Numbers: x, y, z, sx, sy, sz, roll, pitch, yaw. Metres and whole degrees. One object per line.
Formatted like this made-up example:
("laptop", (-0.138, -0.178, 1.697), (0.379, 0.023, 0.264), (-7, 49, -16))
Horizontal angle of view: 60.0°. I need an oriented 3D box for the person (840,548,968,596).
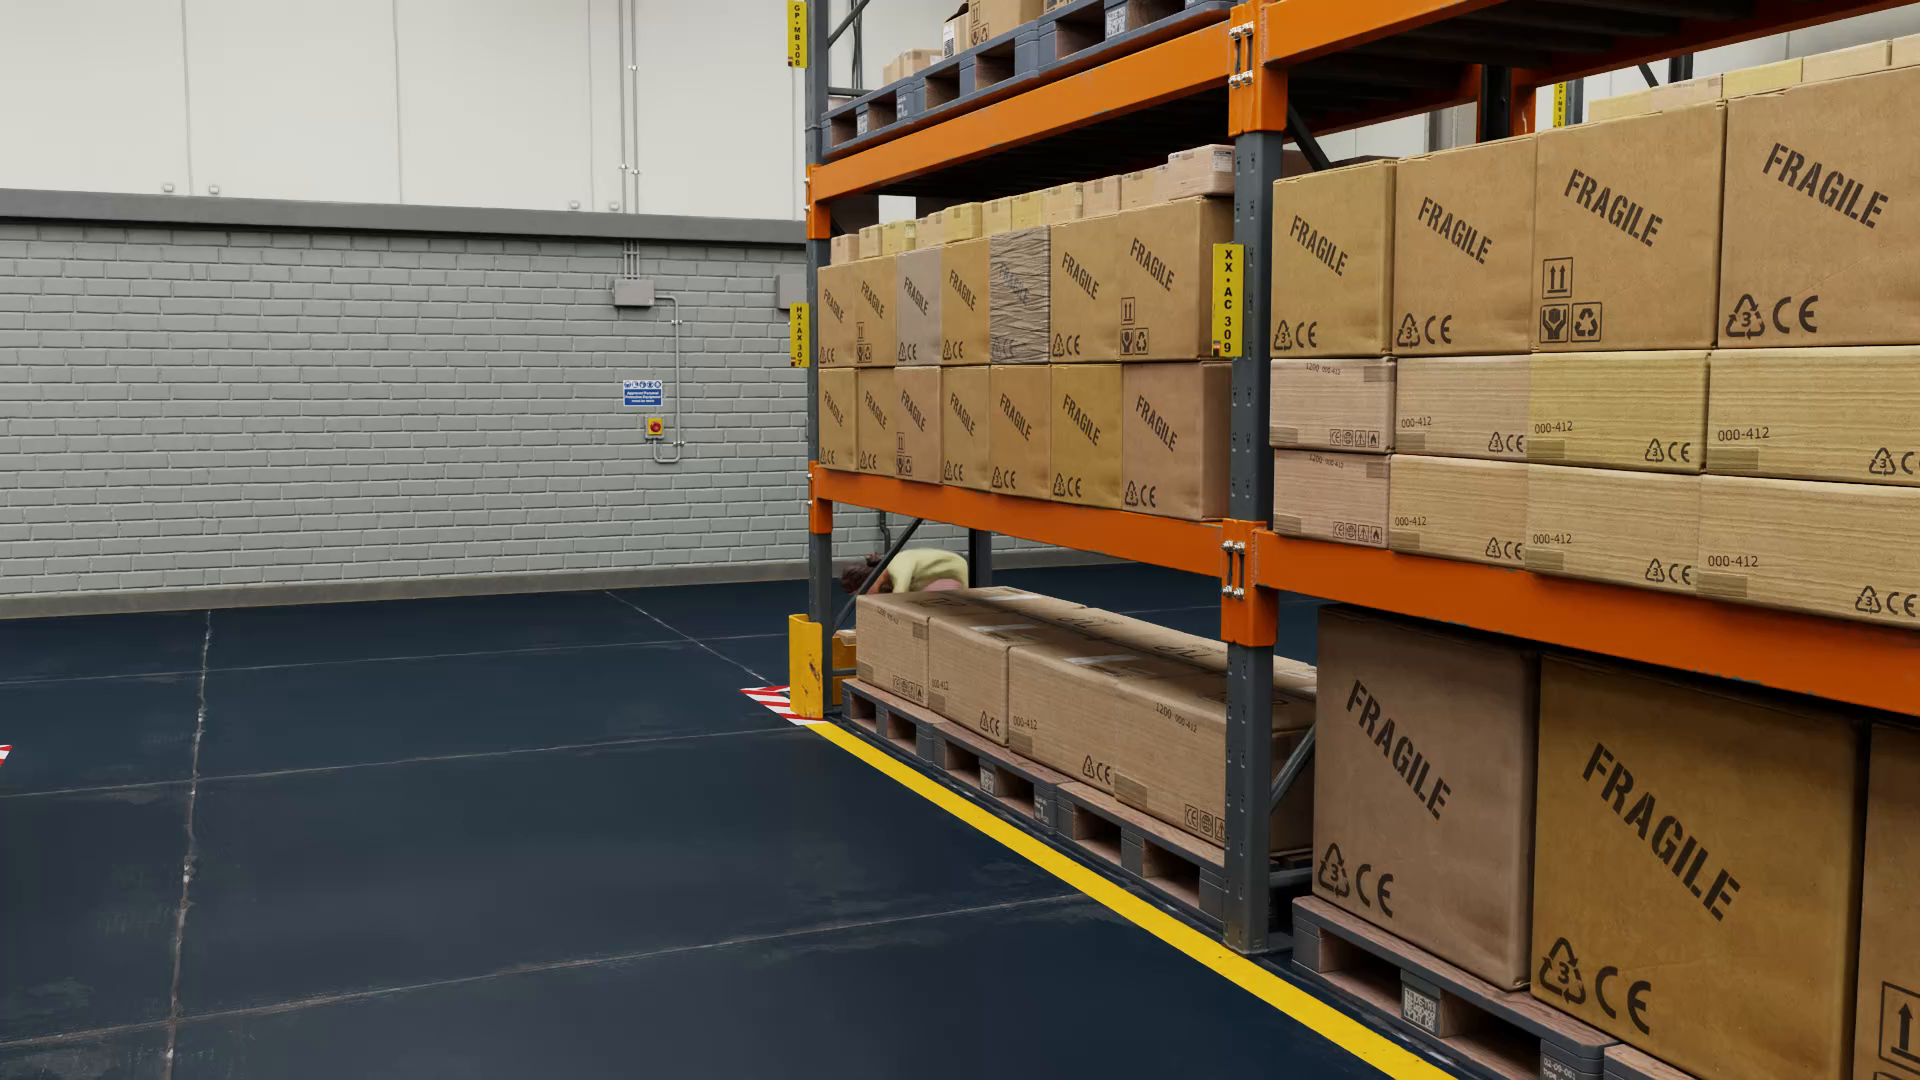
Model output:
("person", (-0.318, 0.447, 10.010), (0.867, 0.712, 0.454), (-3, 6, -28))
